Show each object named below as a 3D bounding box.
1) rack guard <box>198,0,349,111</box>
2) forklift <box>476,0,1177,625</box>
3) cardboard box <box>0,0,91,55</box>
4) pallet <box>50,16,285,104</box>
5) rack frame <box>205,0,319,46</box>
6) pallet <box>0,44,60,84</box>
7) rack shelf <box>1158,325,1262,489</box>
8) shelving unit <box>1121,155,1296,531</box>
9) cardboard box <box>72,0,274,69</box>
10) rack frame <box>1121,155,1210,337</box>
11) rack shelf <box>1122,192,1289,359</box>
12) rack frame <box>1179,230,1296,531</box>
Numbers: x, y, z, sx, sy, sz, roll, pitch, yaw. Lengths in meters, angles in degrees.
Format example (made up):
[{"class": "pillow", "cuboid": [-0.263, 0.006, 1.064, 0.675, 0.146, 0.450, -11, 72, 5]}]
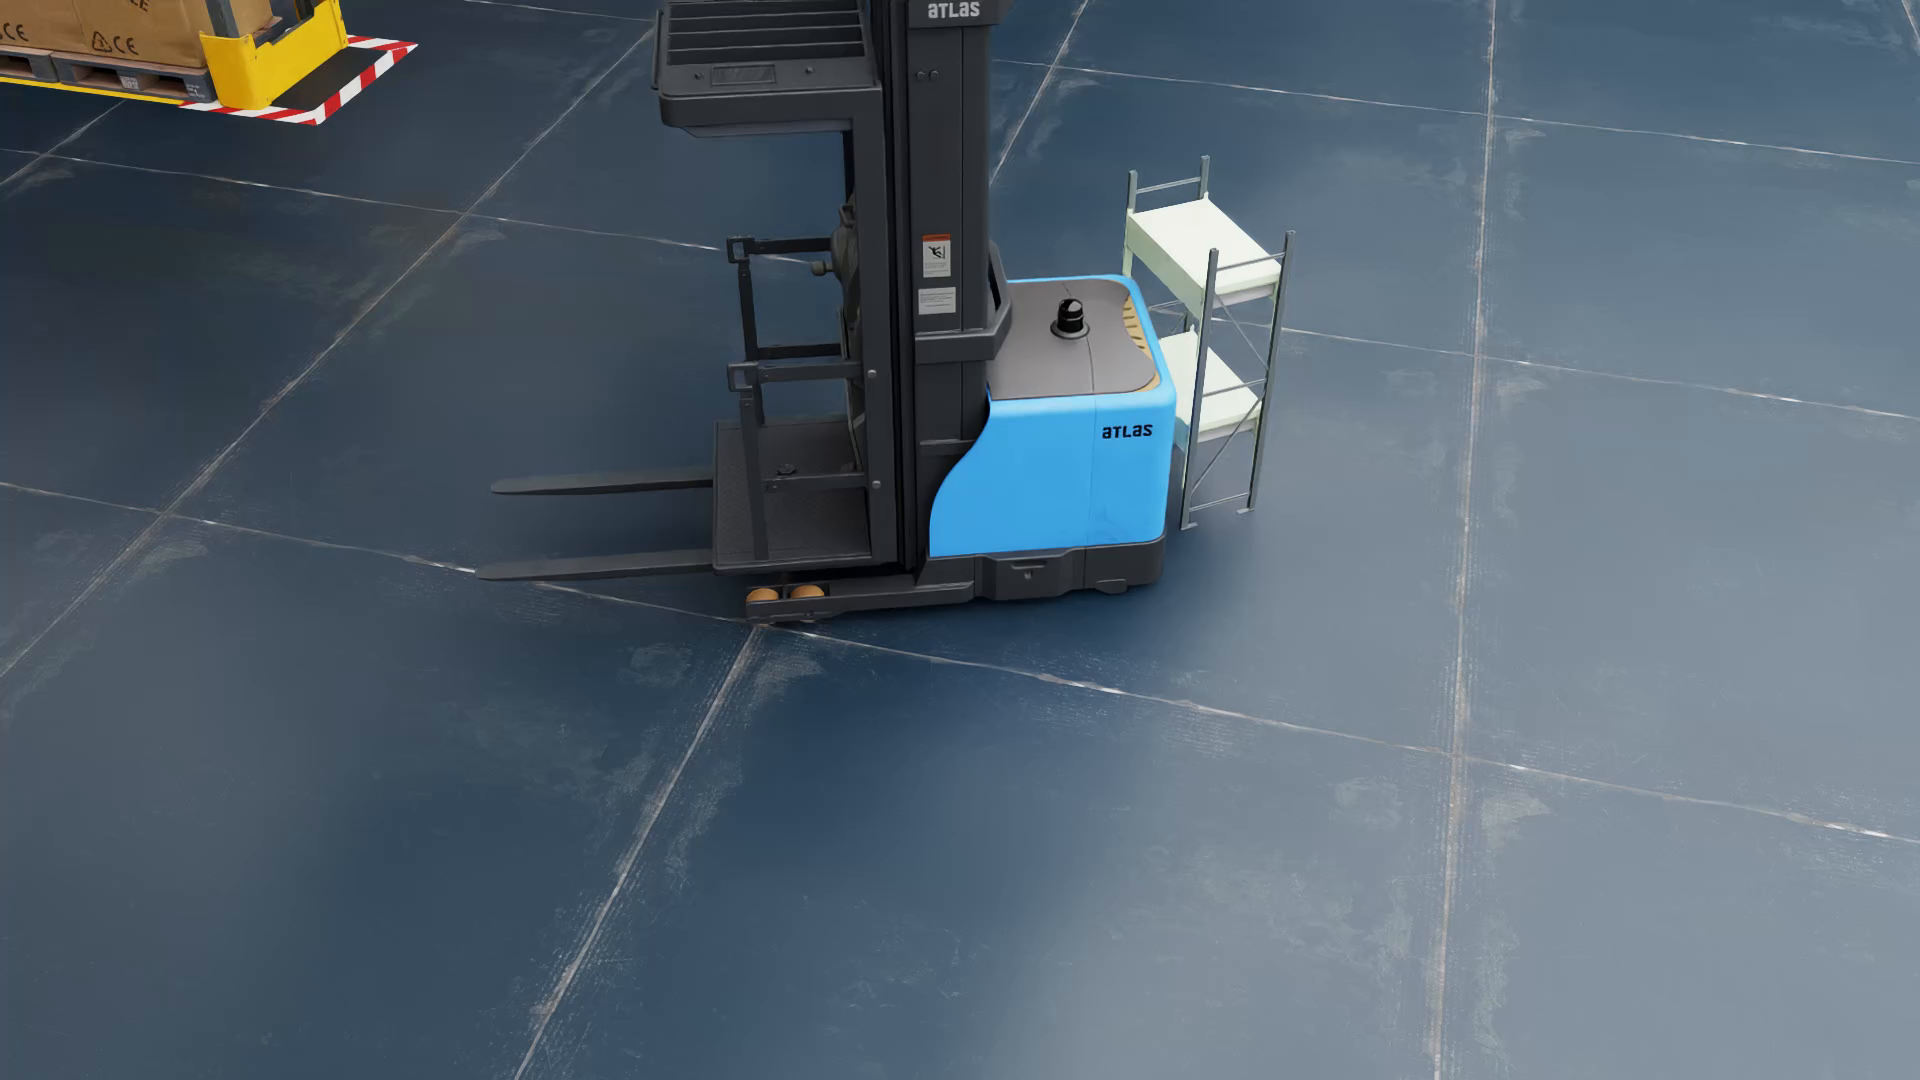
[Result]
[{"class": "rack guard", "cuboid": [-4.732, -3.474, 11.522, 0.348, 0.500, 1.175, 10, 41, 11]}, {"class": "forklift", "cuboid": [-0.637, -1.106, 6.812, 3.031, 2.935, 1.130, -4, 40, -5]}, {"class": "cardboard box", "cuboid": [-6.278, -3.999, 11.529, 0.875, 0.875, 0.875, 9, 41, 11]}, {"class": "pallet", "cuboid": [-5.548, -3.451, 11.720, 1.213, 0.211, 1.003, 10, 41, 11]}, {"class": "rack frame", "cuboid": [-4.755, -4.435, 10.723, 0.127, 3.000, 1.000, 10, 41, 11]}, {"class": "pallet", "cuboid": [-6.723, -3.656, 11.963, 1.213, 0.211, 1.003, 10, 41, 11]}, {"class": "rack shelf", "cuboid": [1.080, -0.641, 7.879, 0.431, 0.370, 0.720, -15, 42, -17]}, {"class": "shelving unit", "cuboid": [1.080, -0.891, 7.669, 0.431, 1.500, 0.755, -15, 42, -17]}, {"class": "cardboard box", "cuboid": [-5.427, -3.854, 11.357, 0.875, 0.875, 0.875, 10, 41, 12]}, {"class": "rack frame", "cuboid": [0.939, -1.108, 7.928, 0.400, 1.500, 0.023, -15, 42, -17]}, {"class": "rack shelf", "cuboid": [1.080, -1.190, 7.418, 0.431, 0.370, 0.720, -15, 42, -17]}, {"class": "rack frame", "cuboid": [1.221, -0.674, 7.411, 0.400, 1.500, 0.023, -15, 42, -17]}]
